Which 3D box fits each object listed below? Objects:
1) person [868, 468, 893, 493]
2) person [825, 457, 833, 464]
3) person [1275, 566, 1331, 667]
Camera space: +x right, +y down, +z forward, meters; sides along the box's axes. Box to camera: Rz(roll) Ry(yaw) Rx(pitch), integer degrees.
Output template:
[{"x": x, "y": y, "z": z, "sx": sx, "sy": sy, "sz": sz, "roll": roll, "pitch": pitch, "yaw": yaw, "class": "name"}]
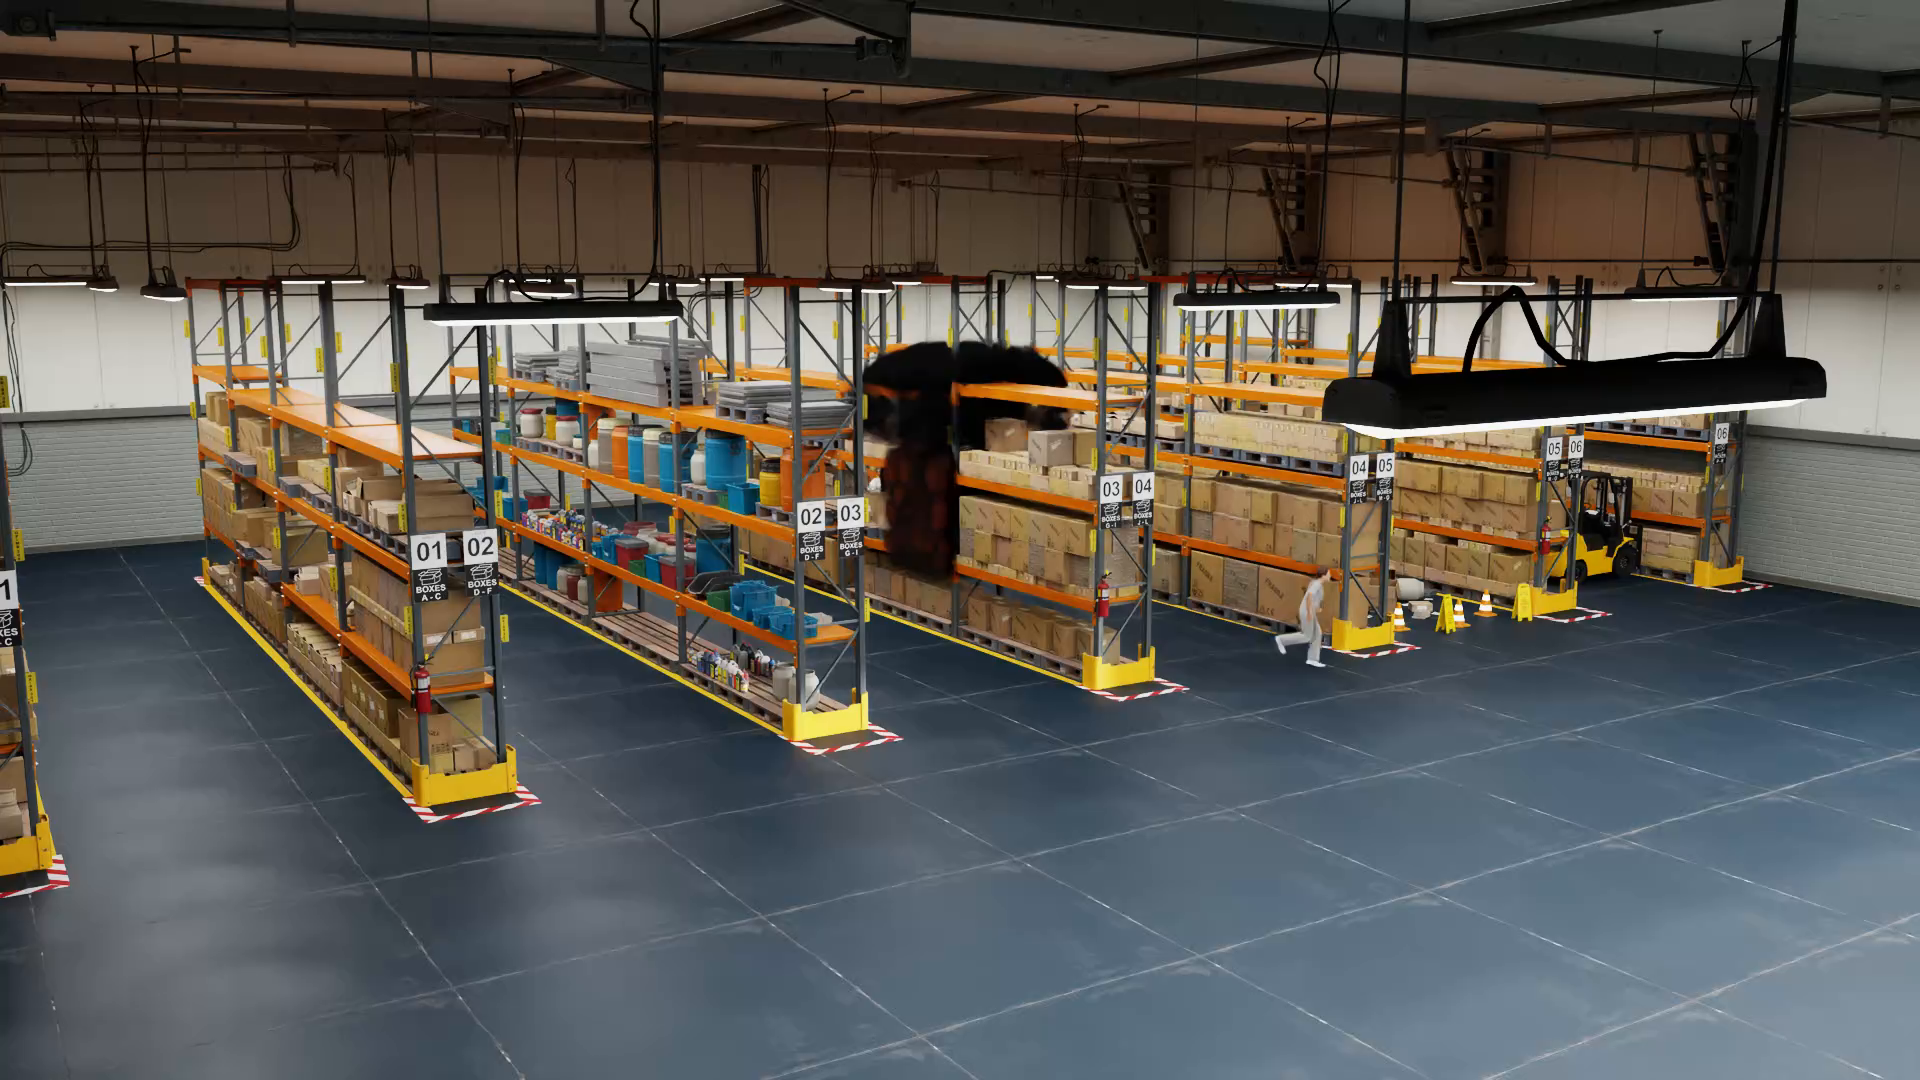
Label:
[{"x": -1.822, "y": -0.826, "z": 37.667, "sx": 0.651, "sy": 1.760, "sz": 0.893, "roll": -7, "pitch": 12, "yaw": -35, "class": "person"}, {"x": -3.309, "y": -1.254, "z": 40.306, "sx": 0.729, "sy": 1.705, "sz": 0.957, "roll": 0, "pitch": 10, "yaw": 2, "class": "person"}, {"x": 5.408, "y": 1.197, "z": 26.233, "sx": 0.838, "sy": 1.619, "sz": 0.563, "roll": 1, "pitch": 10, "yaw": 5, "class": "person"}]
